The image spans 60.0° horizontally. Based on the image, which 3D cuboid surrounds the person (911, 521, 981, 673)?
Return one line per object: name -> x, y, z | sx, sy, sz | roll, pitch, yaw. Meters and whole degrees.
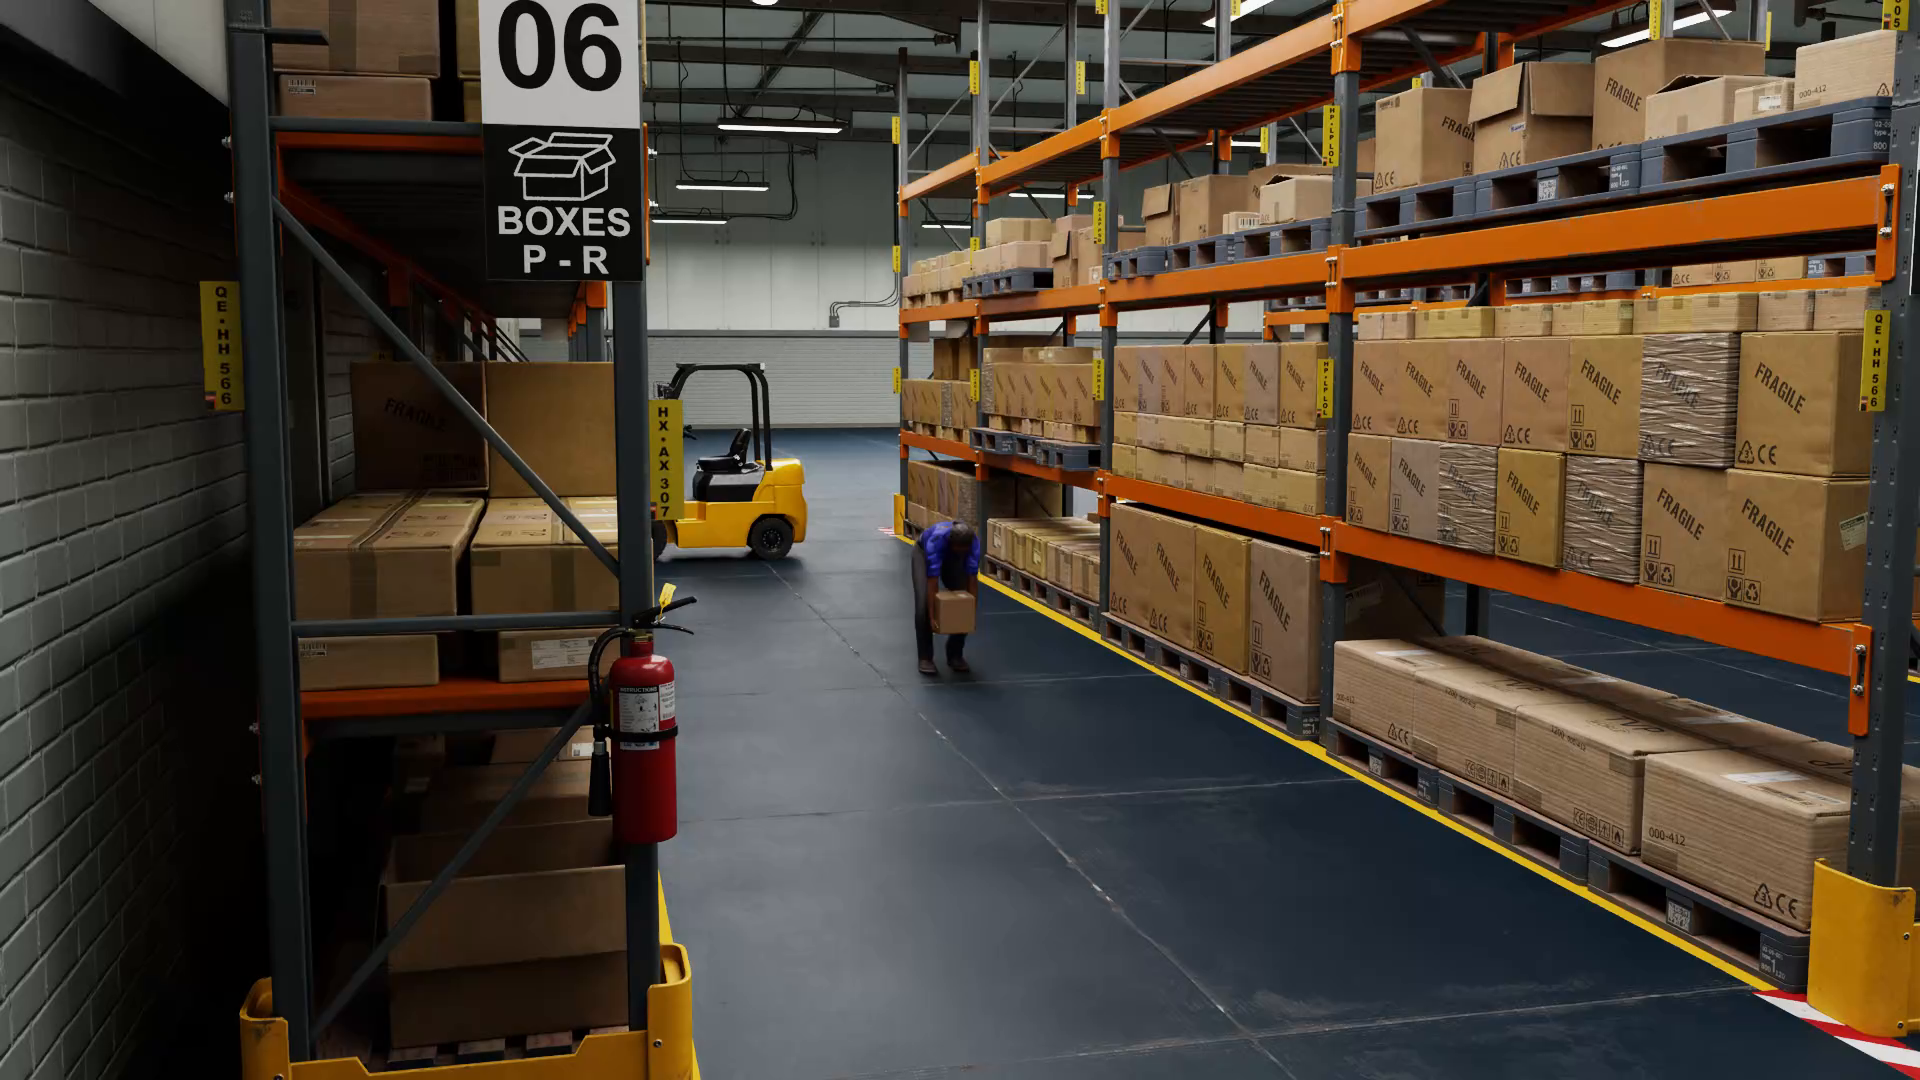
person -> -0.080, 0.395, 11.641 | 0.414, 1.109, 0.866 | -2, 6, -16
